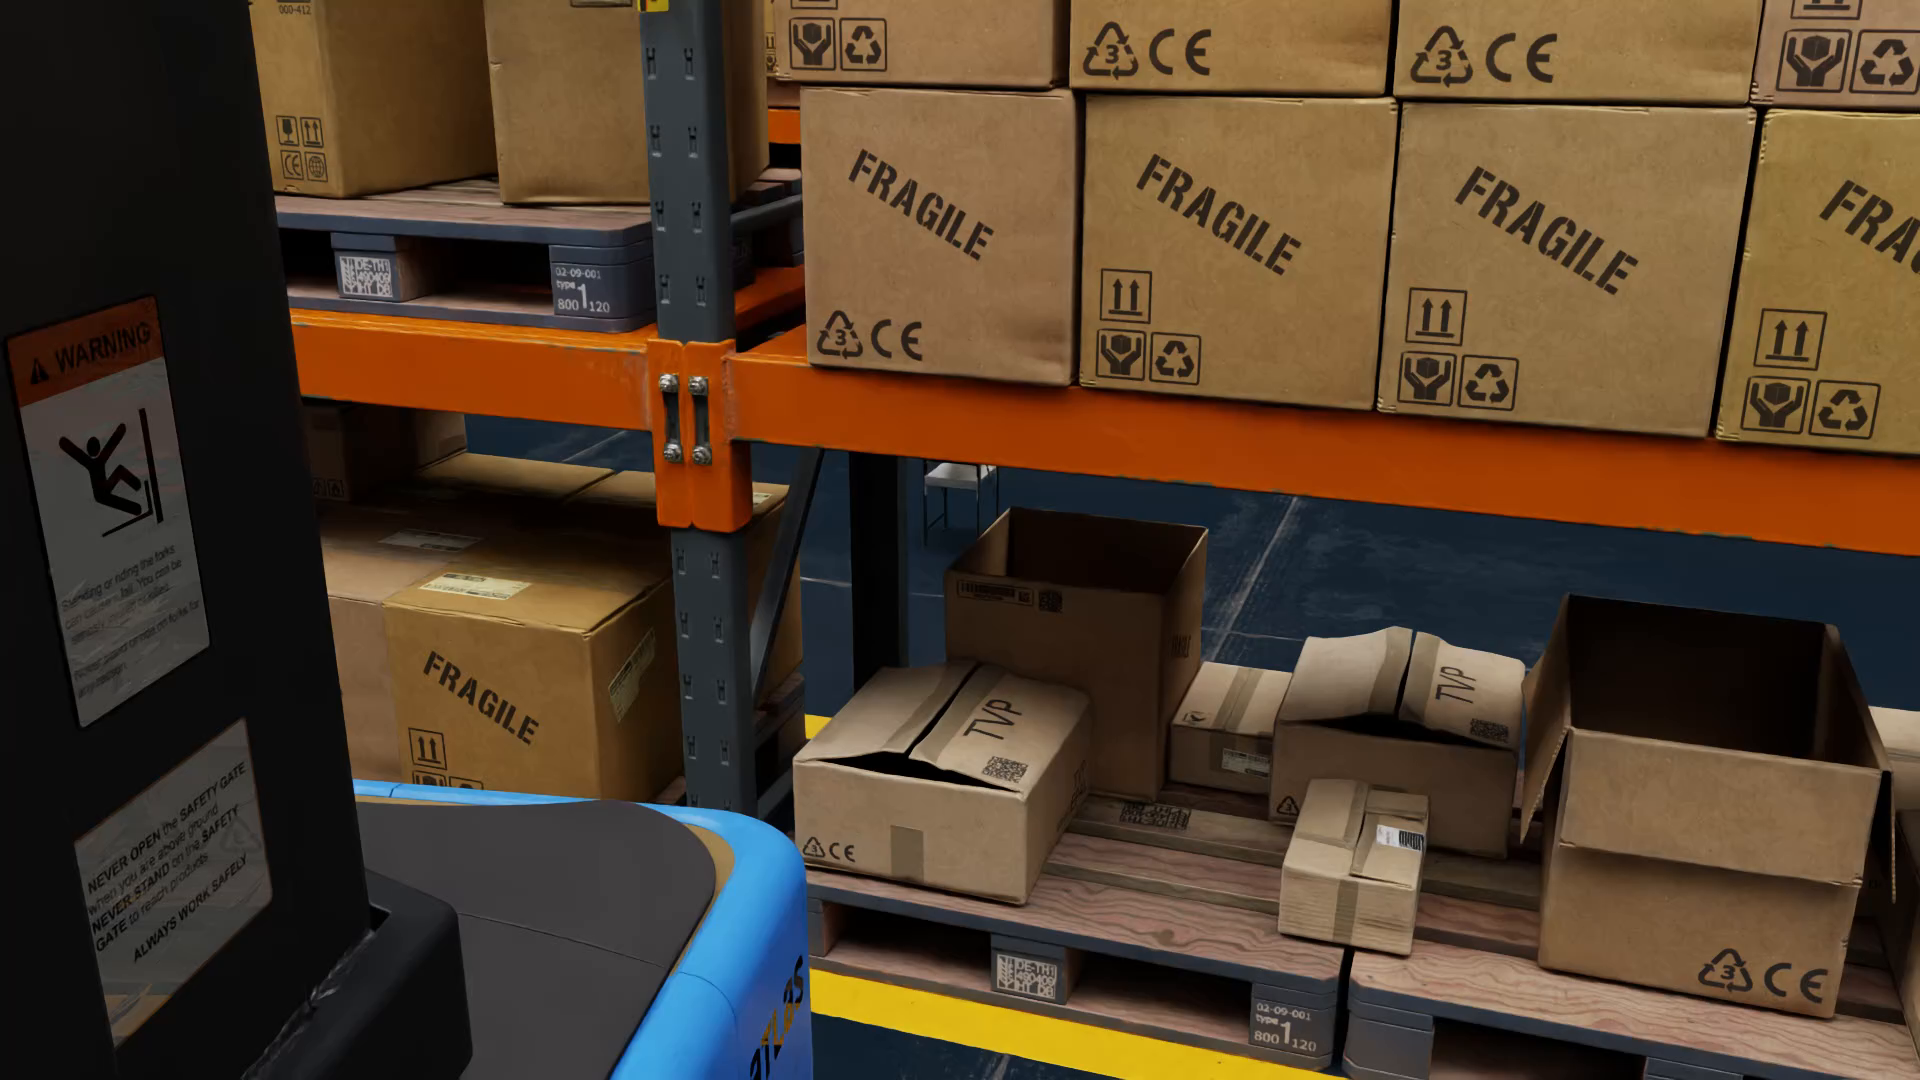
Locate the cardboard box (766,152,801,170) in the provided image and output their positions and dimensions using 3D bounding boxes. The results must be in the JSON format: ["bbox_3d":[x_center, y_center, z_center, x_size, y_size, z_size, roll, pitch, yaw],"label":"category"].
[{"bbox_3d":[-1.031,-1.634,8.834,0.750,0.750,0.750,6,20,18],"label":"cardboard box"}]

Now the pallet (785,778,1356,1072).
[{"bbox_3d":[0.297,0.697,3.757,1.213,0.211,1.003,7,20,18],"label":"pallet"}]

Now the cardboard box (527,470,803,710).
[{"bbox_3d":[-0.729,0.150,4.218,0.500,0.500,0.500,6,20,16],"label":"cardboard box"}]

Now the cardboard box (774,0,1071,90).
[{"bbox_3d":[0.001,-1.076,2.934,0.500,0.500,0.500,7,20,19],"label":"cardboard box"}]

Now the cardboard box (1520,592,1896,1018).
[{"bbox_3d":[1.425,0.478,3.273,0.637,0.503,0.797,7,20,18],"label":"cardboard box"}]

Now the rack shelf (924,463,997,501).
[{"bbox_3d":[0.008,-0.223,5.996,0.200,0.077,0.258,7,20,18],"label":"rack shelf"}]

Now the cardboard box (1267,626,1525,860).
[{"bbox_3d":[0.988,0.422,3.726,0.500,0.311,0.500,7,20,18],"label":"cardboard box"}]

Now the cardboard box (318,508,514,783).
[{"bbox_3d":[-1.376,0.258,3.909,0.500,0.500,0.500,7,20,18],"label":"cardboard box"}]

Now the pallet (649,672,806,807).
[{"bbox_3d":[-1.132,0.546,4.189,1.213,0.211,1.003,7,20,18],"label":"pallet"}]

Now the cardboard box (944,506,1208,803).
[{"bbox_3d":[0.280,0.251,3.927,0.500,0.500,0.500,7,20,18],"label":"cardboard box"}]

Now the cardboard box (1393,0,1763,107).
[{"bbox_3d":[0.974,-0.964,2.615,0.500,0.500,0.500,6,20,16],"label":"cardboard box"}]

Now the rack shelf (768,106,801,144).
[{"bbox_3d":[-0.619,-2.112,8.670,4.000,0.370,1.077,7,20,18],"label":"rack shelf"}]

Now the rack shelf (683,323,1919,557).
[{"bbox_3d":[1.538,-0.139,3.010,4.000,0.370,1.077,7,20,18],"label":"rack shelf"}]

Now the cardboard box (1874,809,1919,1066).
[{"bbox_3d":[1.945,0.734,2.922,0.500,0.250,0.500,7,20,18],"label":"cardboard box"}]

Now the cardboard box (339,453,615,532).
[{"bbox_3d":[-1.236,0.096,4.373,0.500,0.500,0.500,7,20,19],"label":"cardboard box"}]

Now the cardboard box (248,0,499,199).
[{"bbox_3d":[-1.396,-1.115,3.929,0.500,0.500,0.700,10,22,27],"label":"cardboard box"}]

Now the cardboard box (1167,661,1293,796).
[{"bbox_3d":[0.654,0.439,3.922,0.250,0.149,0.380,7,20,18],"label":"cardboard box"}]

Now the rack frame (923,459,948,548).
[{"bbox_3d":[-0.088,-0.435,5.957,0.006,0.900,0.240,7,20,18],"label":"rack frame"}]

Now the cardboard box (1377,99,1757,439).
[{"bbox_3d":[0.997,-0.493,2.782,0.500,0.500,0.500,6,20,18],"label":"cardboard box"}]

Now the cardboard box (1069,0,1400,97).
[{"bbox_3d":[0.489,-1.020,2.774,0.500,0.500,0.500,6,20,16],"label":"cardboard box"}]

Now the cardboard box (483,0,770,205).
[{"bbox_3d":[-0.726,-1.061,3.773,0.500,0.500,0.700,0,19,0],"label":"cardboard box"}]

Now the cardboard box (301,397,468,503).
[{"bbox_3d":[-1.673,-0.312,4.405,0.500,0.250,0.500,7,20,18],"label":"cardboard box"}]

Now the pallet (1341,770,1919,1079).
[{"bbox_3d":[1.453,0.828,3.381,1.213,0.211,1.003,7,20,18],"label":"pallet"}]

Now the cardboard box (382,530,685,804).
[{"bbox_3d":[-0.912,0.314,3.748,0.500,0.500,0.500,6,20,18],"label":"cardboard box"}]

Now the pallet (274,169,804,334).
[{"bbox_3d":[-1.071,-0.724,3.888,1.213,0.211,1.003,7,20,18],"label":"pallet"}]

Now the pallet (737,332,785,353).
[{"bbox_3d":[-0.639,-1.110,8.939,1.213,0.211,1.003,7,20,18],"label":"pallet"}]

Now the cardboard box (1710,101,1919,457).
[{"bbox_3d":[1.478,-0.439,2.625,0.500,0.500,0.500,6,20,17],"label":"cardboard box"}]

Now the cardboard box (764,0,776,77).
[{"bbox_3d":[-0.679,-2.565,8.244,0.500,0.500,0.500,7,20,20],"label":"cardboard box"}]

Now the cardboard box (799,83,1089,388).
[{"bbox_3d":[0.040,-0.602,3.094,0.500,0.500,0.500,7,20,19],"label":"cardboard box"}]

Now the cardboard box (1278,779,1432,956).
[{"bbox_3d":[0.794,0.638,3.324,0.250,0.166,0.380,7,20,18],"label":"cardboard box"}]

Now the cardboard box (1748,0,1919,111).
[{"bbox_3d":[1.462,-0.909,2.455,0.500,0.500,0.500,7,20,20],"label":"cardboard box"}]

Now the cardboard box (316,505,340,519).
[{"bbox_3d":[-1.850,0.203,4.065,0.500,0.500,0.500,7,20,19],"label":"cardboard box"}]

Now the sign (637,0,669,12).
[{"bbox_3d":[-0.530,-1.068,2.825,0.005,0.325,0.100,7,20,18],"label":"sign"}]

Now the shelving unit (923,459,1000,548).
[{"bbox_3d":[0.008,-0.424,5.926,0.210,0.900,0.258,7,20,18],"label":"shelving unit"}]

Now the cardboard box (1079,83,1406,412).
[{"bbox_3d":[0.525,-0.548,2.939,0.500,0.500,0.500,7,20,19],"label":"cardboard box"}]

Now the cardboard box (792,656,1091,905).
[{"bbox_3d":[-0.026,0.480,3.559,0.500,0.311,0.500,7,20,18],"label":"cardboard box"}]

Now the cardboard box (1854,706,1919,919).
[{"bbox_3d":[2.062,0.573,3.384,0.500,0.250,0.500,7,20,18],"label":"cardboard box"}]

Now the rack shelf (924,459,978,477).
[{"bbox_3d":[0.008,-0.308,5.966,0.200,0.077,0.258,7,20,18],"label":"rack shelf"}]

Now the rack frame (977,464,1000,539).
[{"bbox_3d":[0.104,-0.413,5.894,0.006,0.900,0.240,7,20,18],"label":"rack frame"}]

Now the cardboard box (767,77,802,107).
[{"bbox_3d":[-0.820,-2.288,8.435,0.250,0.149,0.380,7,20,18],"label":"cardboard box"}]

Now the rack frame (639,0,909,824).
[{"bbox_3d":[-0.352,-0.695,3.512,0.127,3.000,1.000,7,20,18],"label":"rack frame"}]

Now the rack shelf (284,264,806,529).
[{"bbox_3d":[-2.241,-0.571,4.250,4.000,0.370,1.077,7,20,18],"label":"rack shelf"}]

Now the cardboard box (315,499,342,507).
[{"bbox_3d":[-1.706,0.039,4.535,0.500,0.500,0.500,7,20,19],"label":"cardboard box"}]
